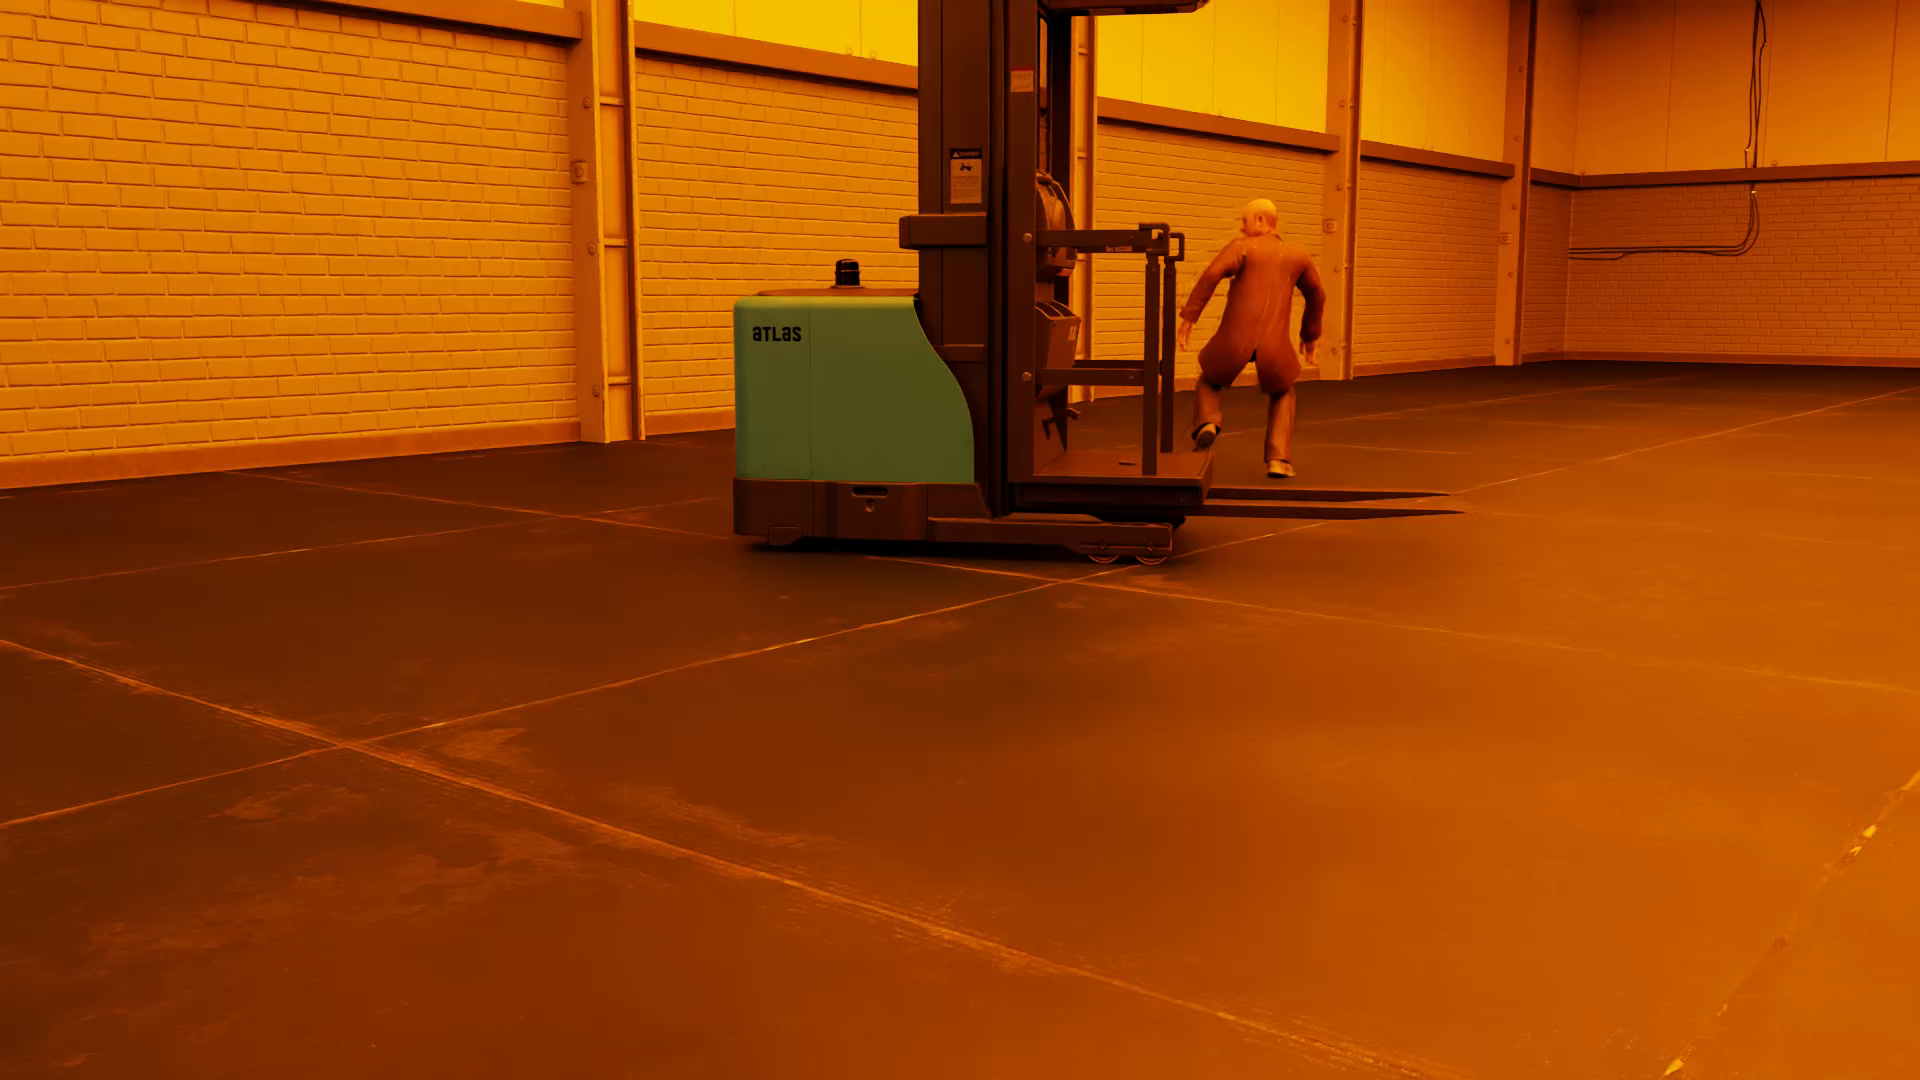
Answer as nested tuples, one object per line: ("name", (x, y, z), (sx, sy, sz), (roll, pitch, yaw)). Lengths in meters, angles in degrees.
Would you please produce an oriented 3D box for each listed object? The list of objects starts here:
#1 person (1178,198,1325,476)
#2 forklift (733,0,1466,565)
("person", (1.741, -1.179, 9.951), (0.922, 1.640, 0.581), (0, 8, 0))
("forklift", (0.599, -1.433, 7.077), (3.031, 2.935, 1.130), (2, 8, 11))
